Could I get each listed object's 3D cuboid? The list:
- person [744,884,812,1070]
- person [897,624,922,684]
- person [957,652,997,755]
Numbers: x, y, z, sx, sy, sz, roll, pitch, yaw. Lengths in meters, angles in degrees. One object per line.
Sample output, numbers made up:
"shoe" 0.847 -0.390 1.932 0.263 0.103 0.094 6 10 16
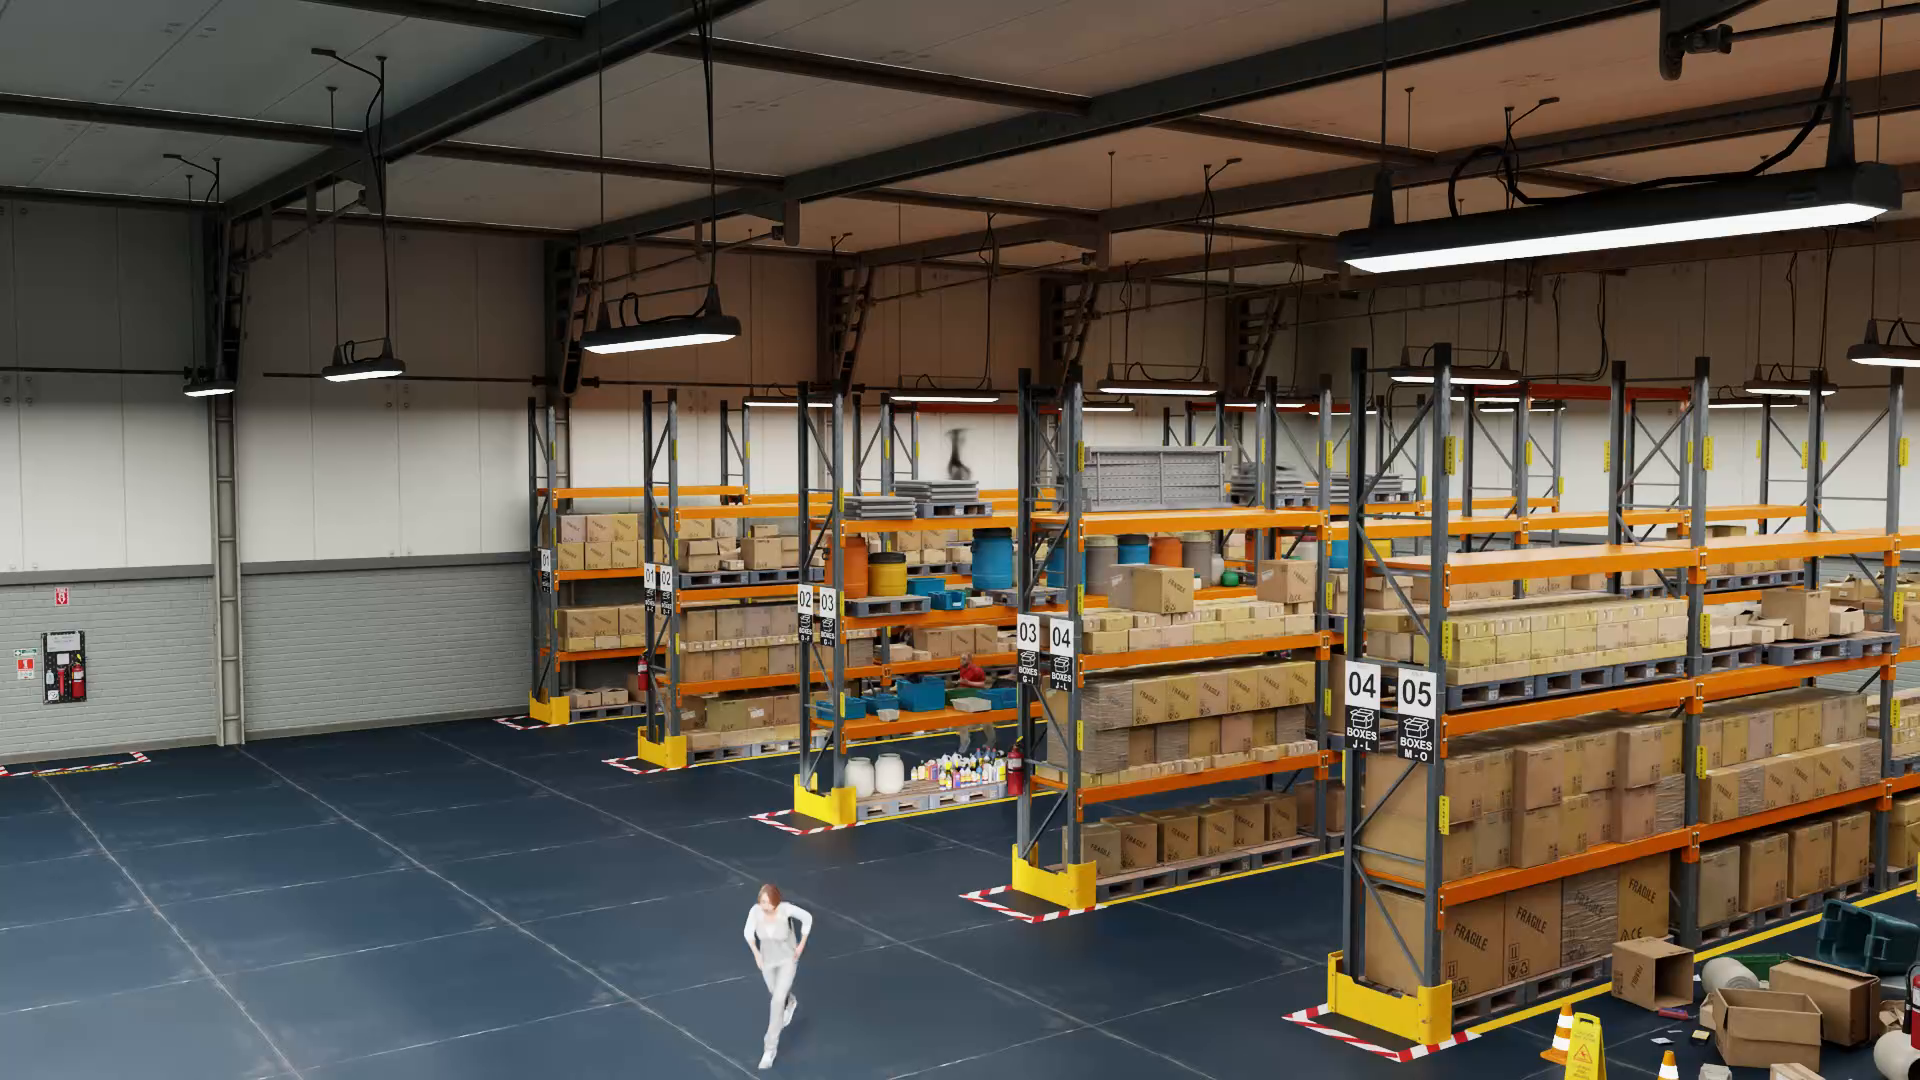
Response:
"person" -1.517 3.609 14.085 0.572 1.505 0.916 0 3 5
"person" -0.880 2.409 32.406 0.828 1.776 0.501 -3 4 -40
"person" 0.256 2.703 27.628 0.650 1.738 0.949 3 4 40
